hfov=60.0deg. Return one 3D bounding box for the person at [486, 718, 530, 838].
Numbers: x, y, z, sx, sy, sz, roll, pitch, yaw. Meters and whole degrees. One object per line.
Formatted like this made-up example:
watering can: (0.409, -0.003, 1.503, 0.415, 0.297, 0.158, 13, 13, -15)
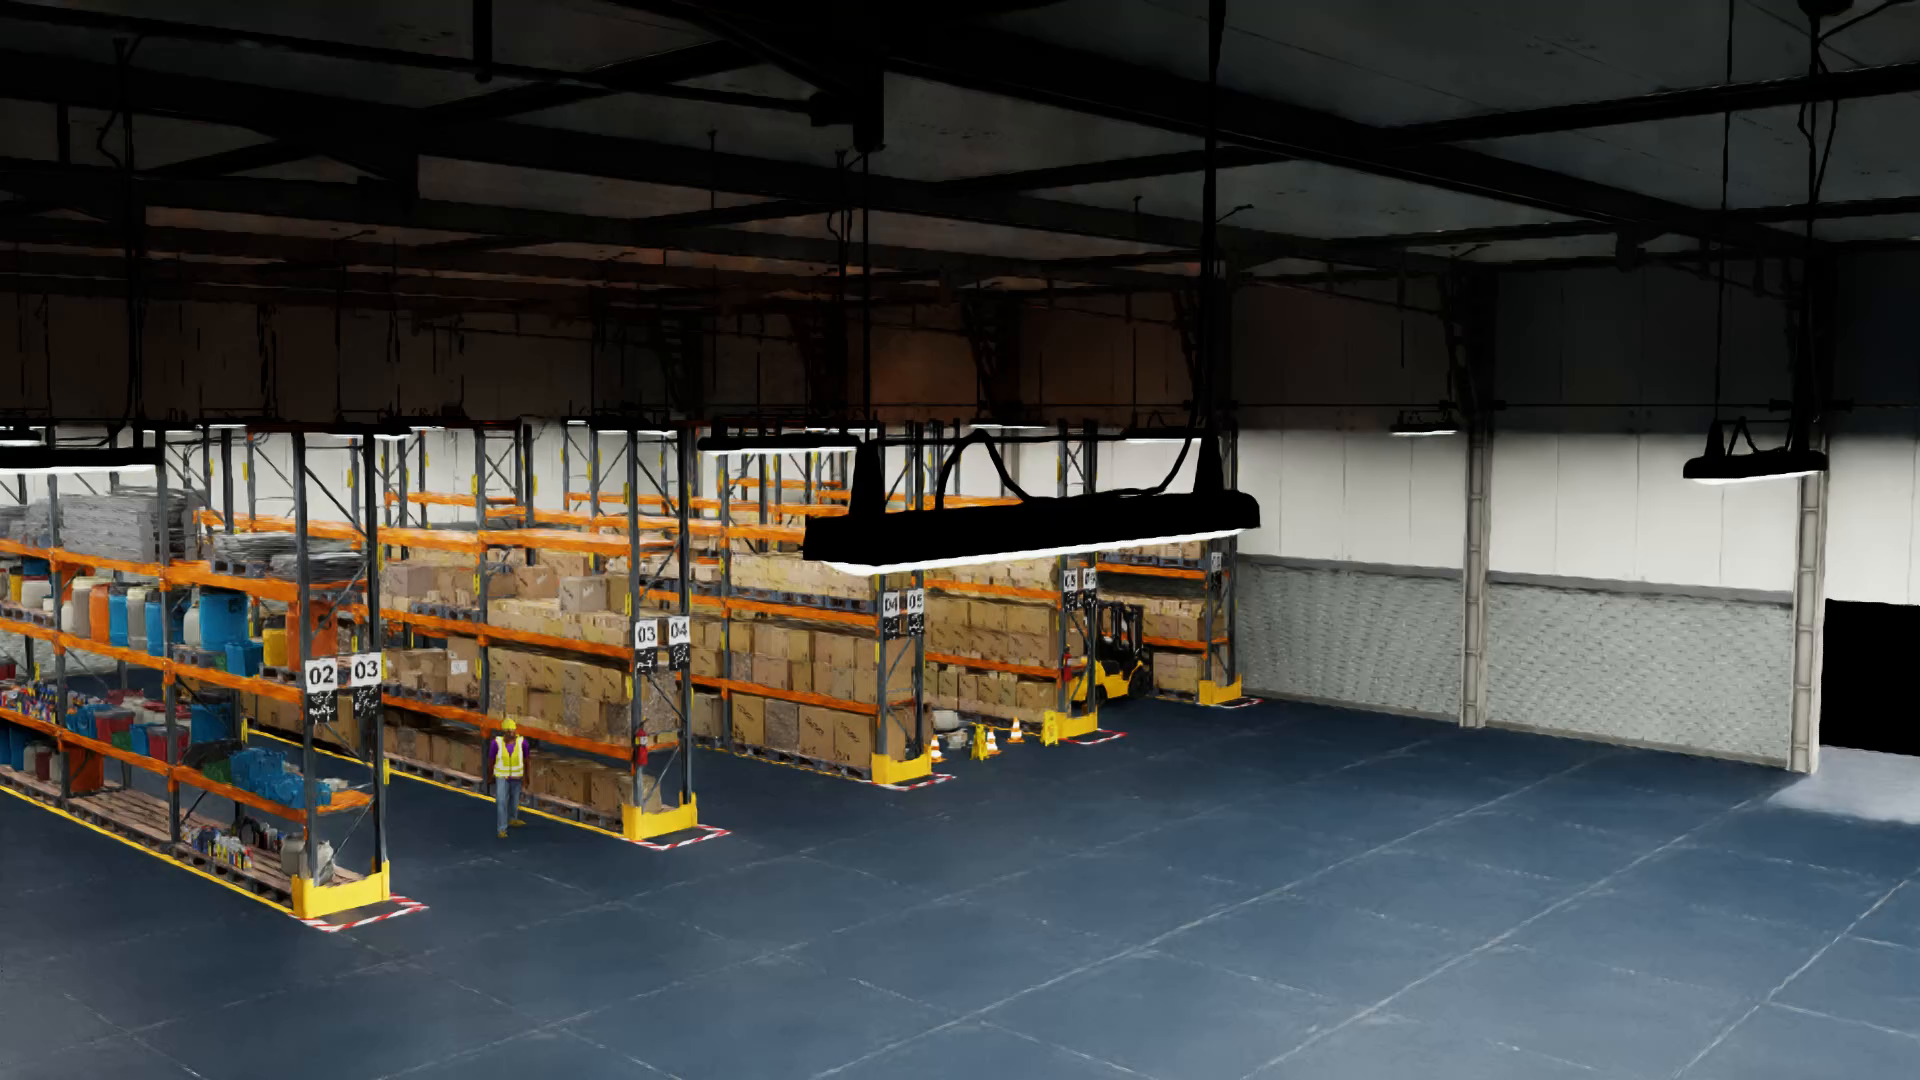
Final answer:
person: (-6.640, 3.474, 24.502, 0.617, 1.723, 0.956, -2, 5, -24)
